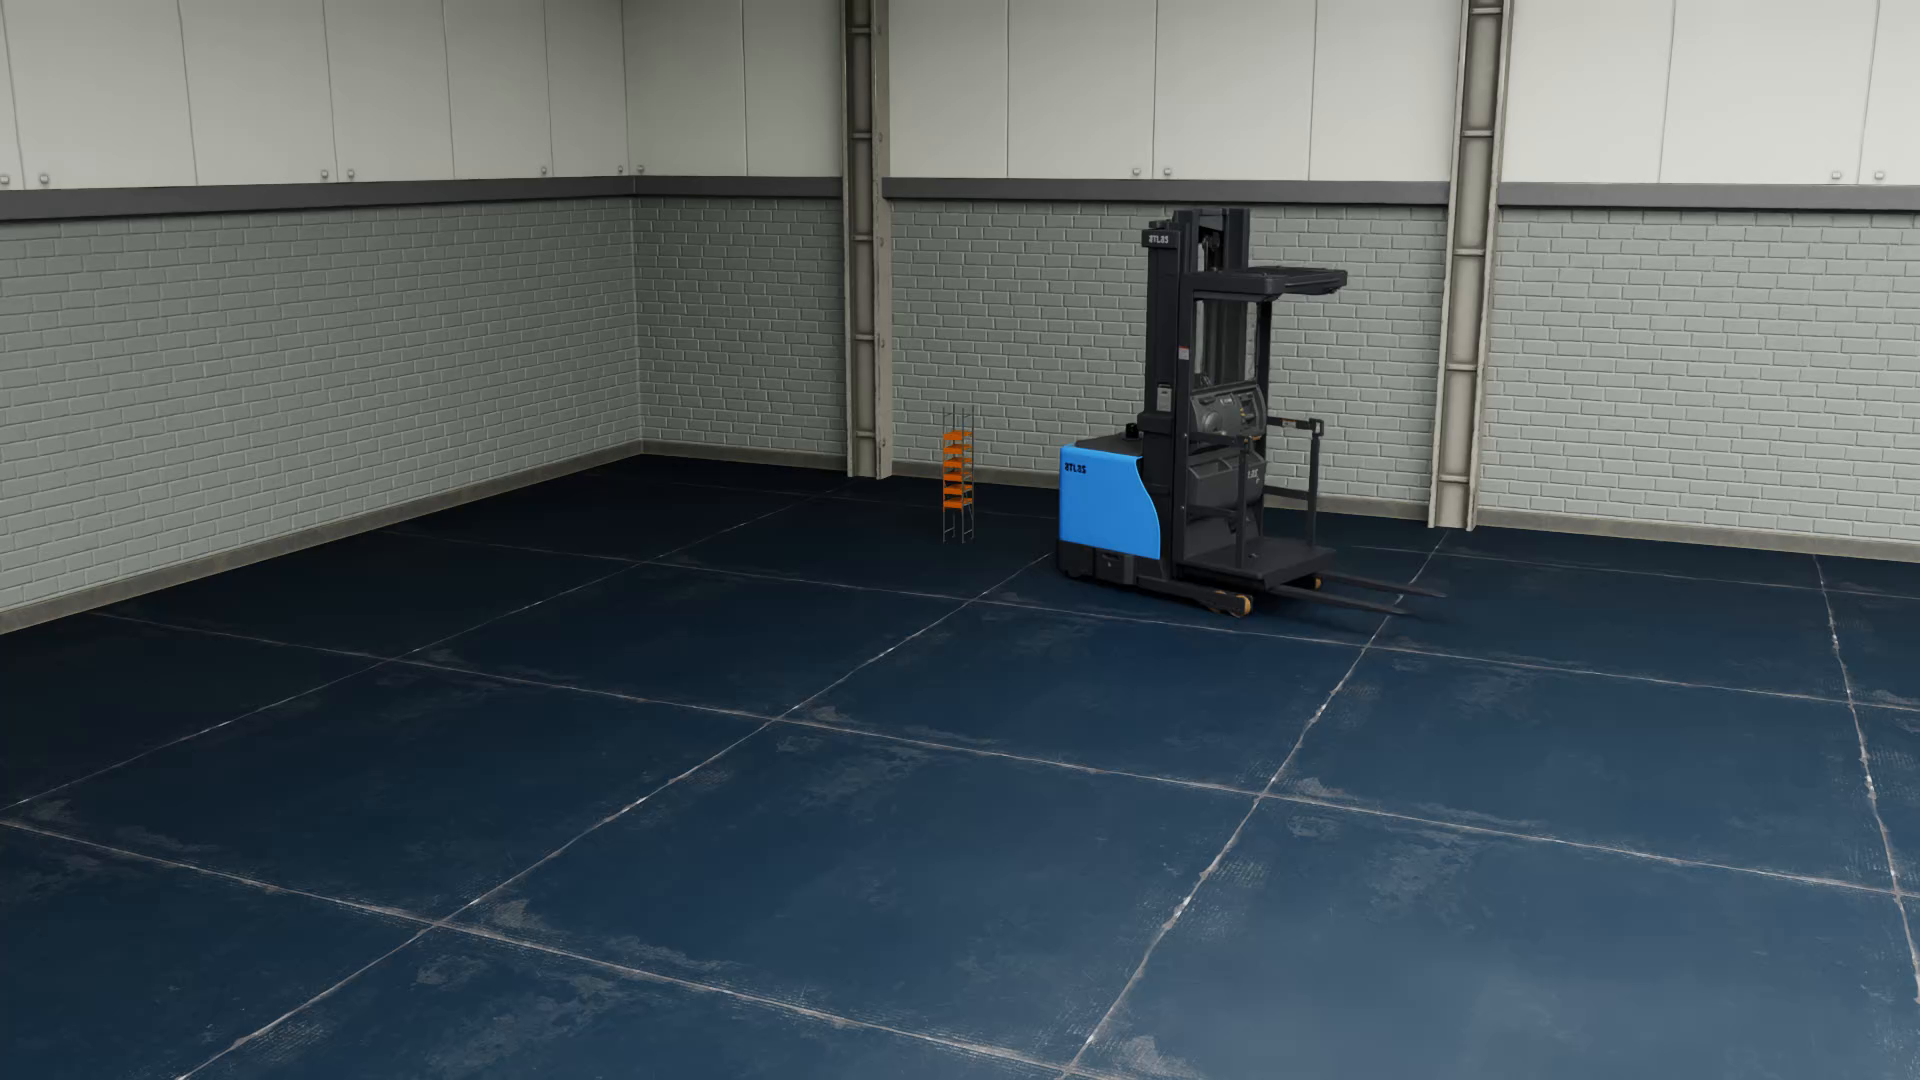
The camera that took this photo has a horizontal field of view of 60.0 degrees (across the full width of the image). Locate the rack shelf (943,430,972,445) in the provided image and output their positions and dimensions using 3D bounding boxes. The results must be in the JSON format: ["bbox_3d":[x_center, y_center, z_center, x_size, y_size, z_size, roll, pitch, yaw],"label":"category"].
[{"bbox_3d":[-0.013,-0.893,14.551,0.180,0.103,0.258,6,14,23],"label":"rack shelf"}]

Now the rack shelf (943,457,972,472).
[{"bbox_3d":[-0.013,-0.659,14.606,0.180,0.103,0.258,6,14,23],"label":"rack shelf"}]

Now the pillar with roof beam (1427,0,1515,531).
[{"bbox_3d":[2.787,-3.613,10.455,0.400,9.000,9.100,6,14,23],"label":"pillar with roof beam"}]

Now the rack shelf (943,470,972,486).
[{"bbox_3d":[-0.013,-0.542,14.634,0.180,0.103,0.258,6,14,23],"label":"rack shelf"}]

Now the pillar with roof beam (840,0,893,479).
[{"bbox_3d":[-2.699,-4.169,12.821,0.400,9.000,9.100,6,14,23],"label":"pillar with roof beam"}]

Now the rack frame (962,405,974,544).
[{"bbox_3d":[0.070,-0.577,14.587,0.006,1.200,0.240,6,14,23],"label":"rack frame"}]

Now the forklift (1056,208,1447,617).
[{"bbox_3d":[2.204,-0.989,12.552,3.031,2.935,1.130,12,18,41],"label":"forklift"}]

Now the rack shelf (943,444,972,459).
[{"bbox_3d":[-0.013,-0.776,14.579,0.180,0.103,0.258,6,14,23],"label":"rack shelf"}]

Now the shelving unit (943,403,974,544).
[{"bbox_3d":[-0.013,-0.585,14.623,0.189,1.200,0.258,6,14,23],"label":"shelving unit"}]

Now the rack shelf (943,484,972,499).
[{"bbox_3d":[-0.013,-0.425,14.661,0.180,0.103,0.258,6,14,23],"label":"rack shelf"}]

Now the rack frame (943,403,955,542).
[{"bbox_3d":[-0.097,-0.594,14.660,0.006,1.200,0.240,6,14,23],"label":"rack frame"}]

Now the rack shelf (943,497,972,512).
[{"bbox_3d":[-0.013,-0.309,14.688,0.180,0.103,0.258,6,14,23],"label":"rack shelf"}]
